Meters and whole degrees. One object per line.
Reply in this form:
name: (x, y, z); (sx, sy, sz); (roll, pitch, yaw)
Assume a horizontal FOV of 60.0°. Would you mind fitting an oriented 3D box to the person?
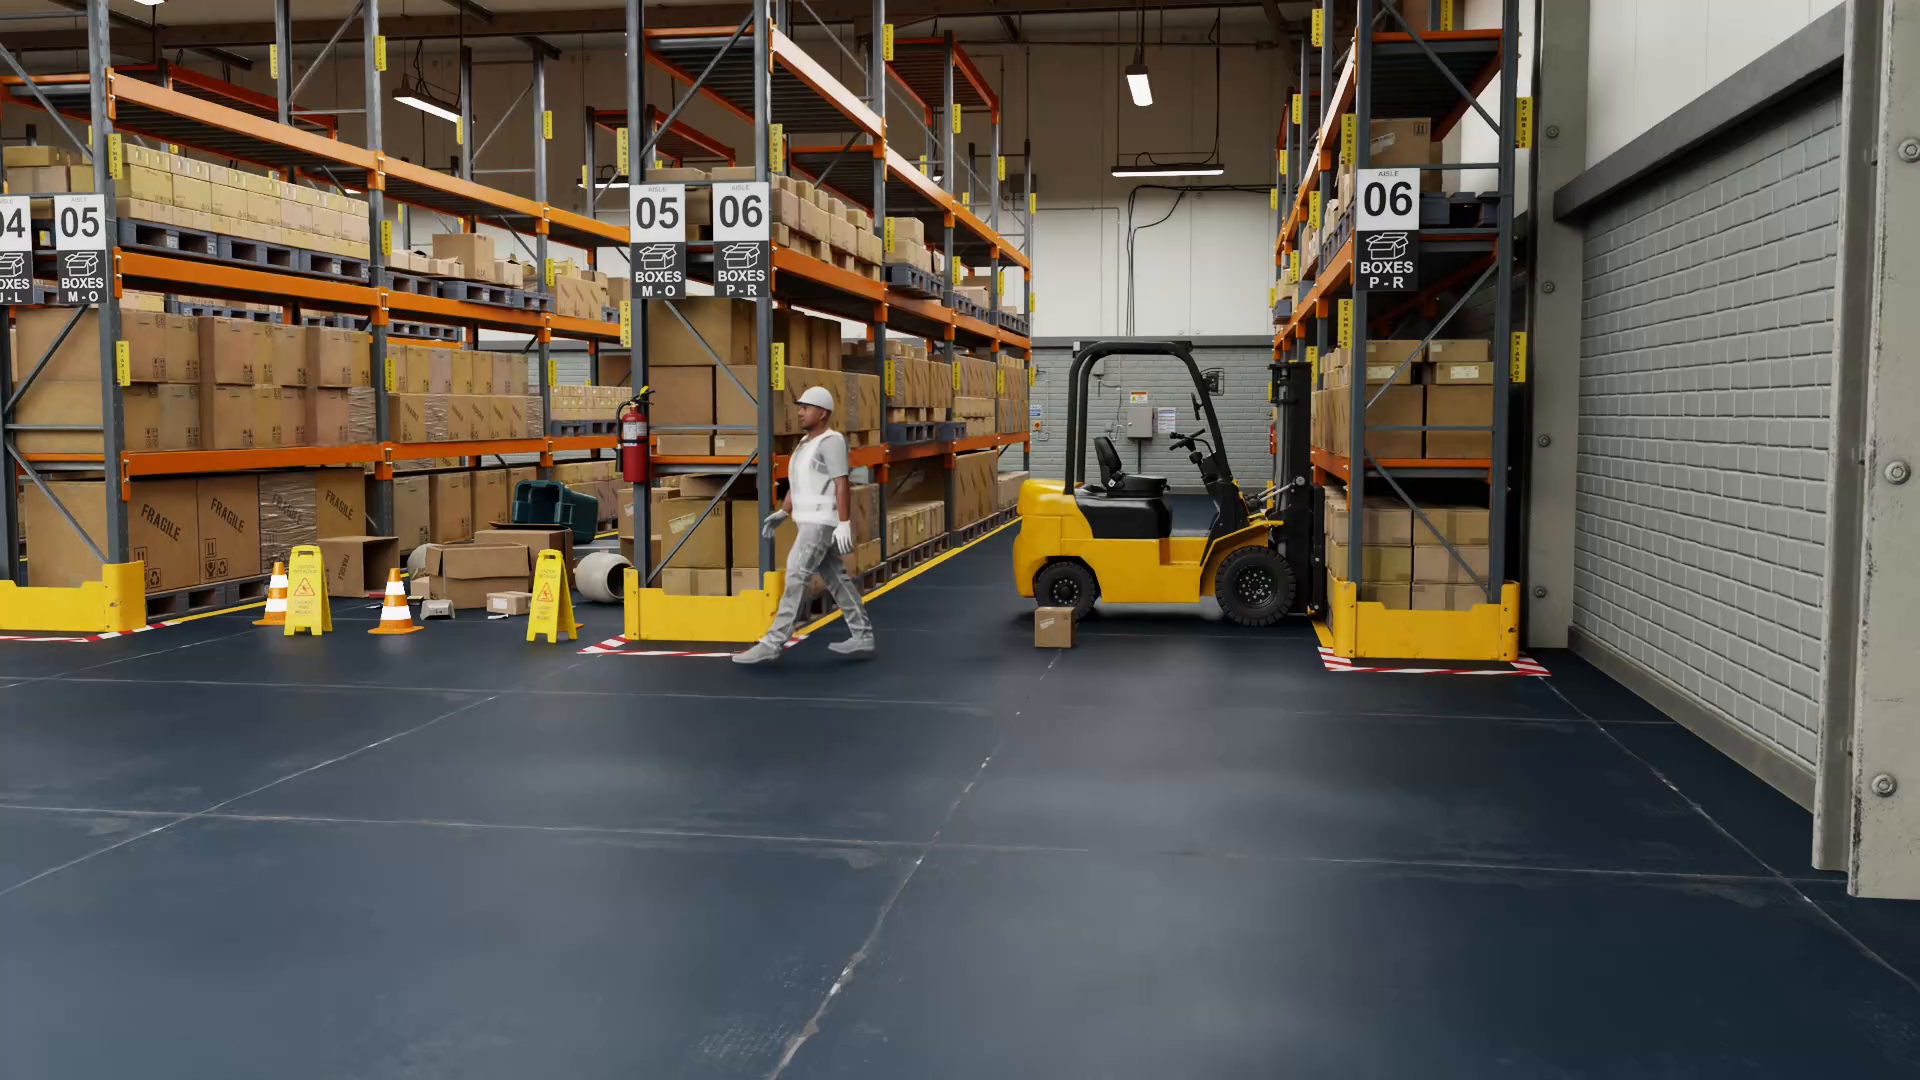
person: (-1.011, -0.112, 10.651); (0.983, 1.736, 0.565); (-2, 5, -20)
